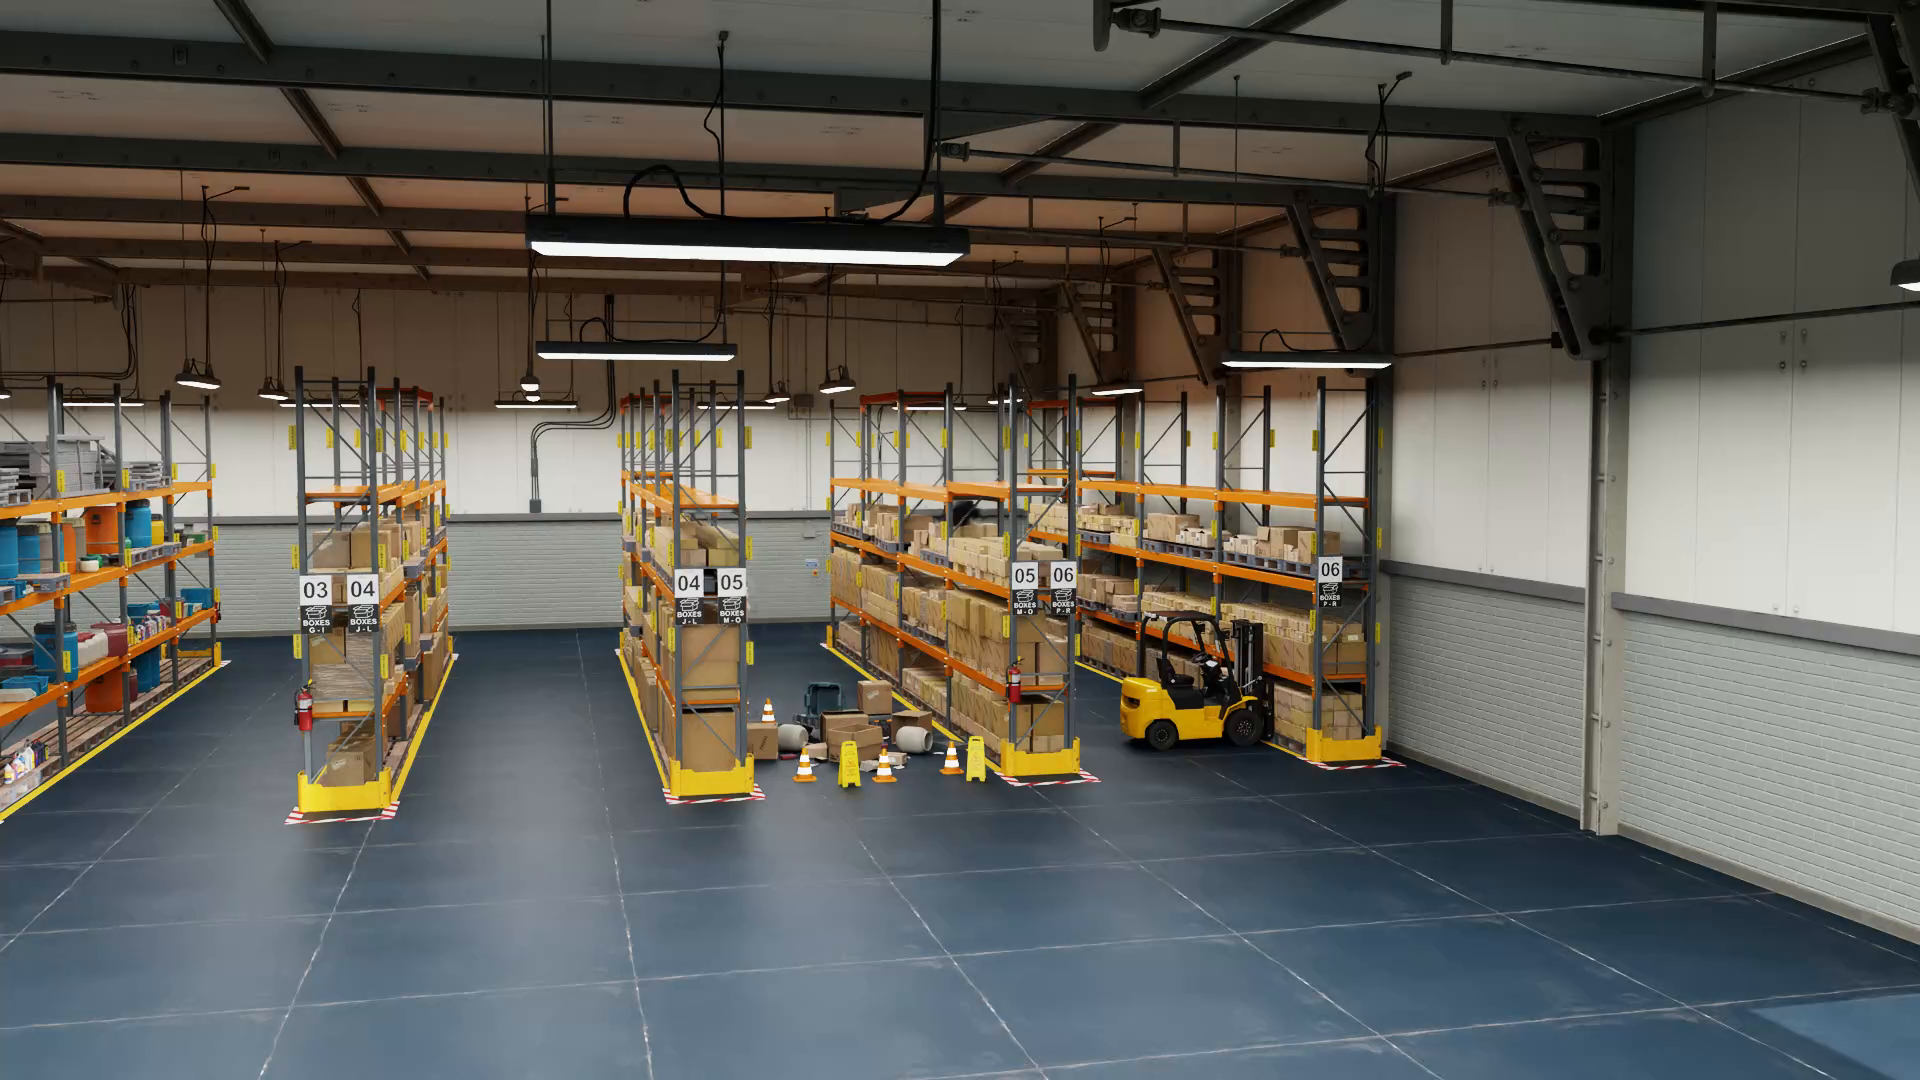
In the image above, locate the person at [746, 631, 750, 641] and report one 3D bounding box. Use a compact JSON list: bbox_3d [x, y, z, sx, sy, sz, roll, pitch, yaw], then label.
[{"bbox_3d":[-5.548,1.758,40.954,0.707,1.710,0.573,-1,3,-12],"label":"person"}]
